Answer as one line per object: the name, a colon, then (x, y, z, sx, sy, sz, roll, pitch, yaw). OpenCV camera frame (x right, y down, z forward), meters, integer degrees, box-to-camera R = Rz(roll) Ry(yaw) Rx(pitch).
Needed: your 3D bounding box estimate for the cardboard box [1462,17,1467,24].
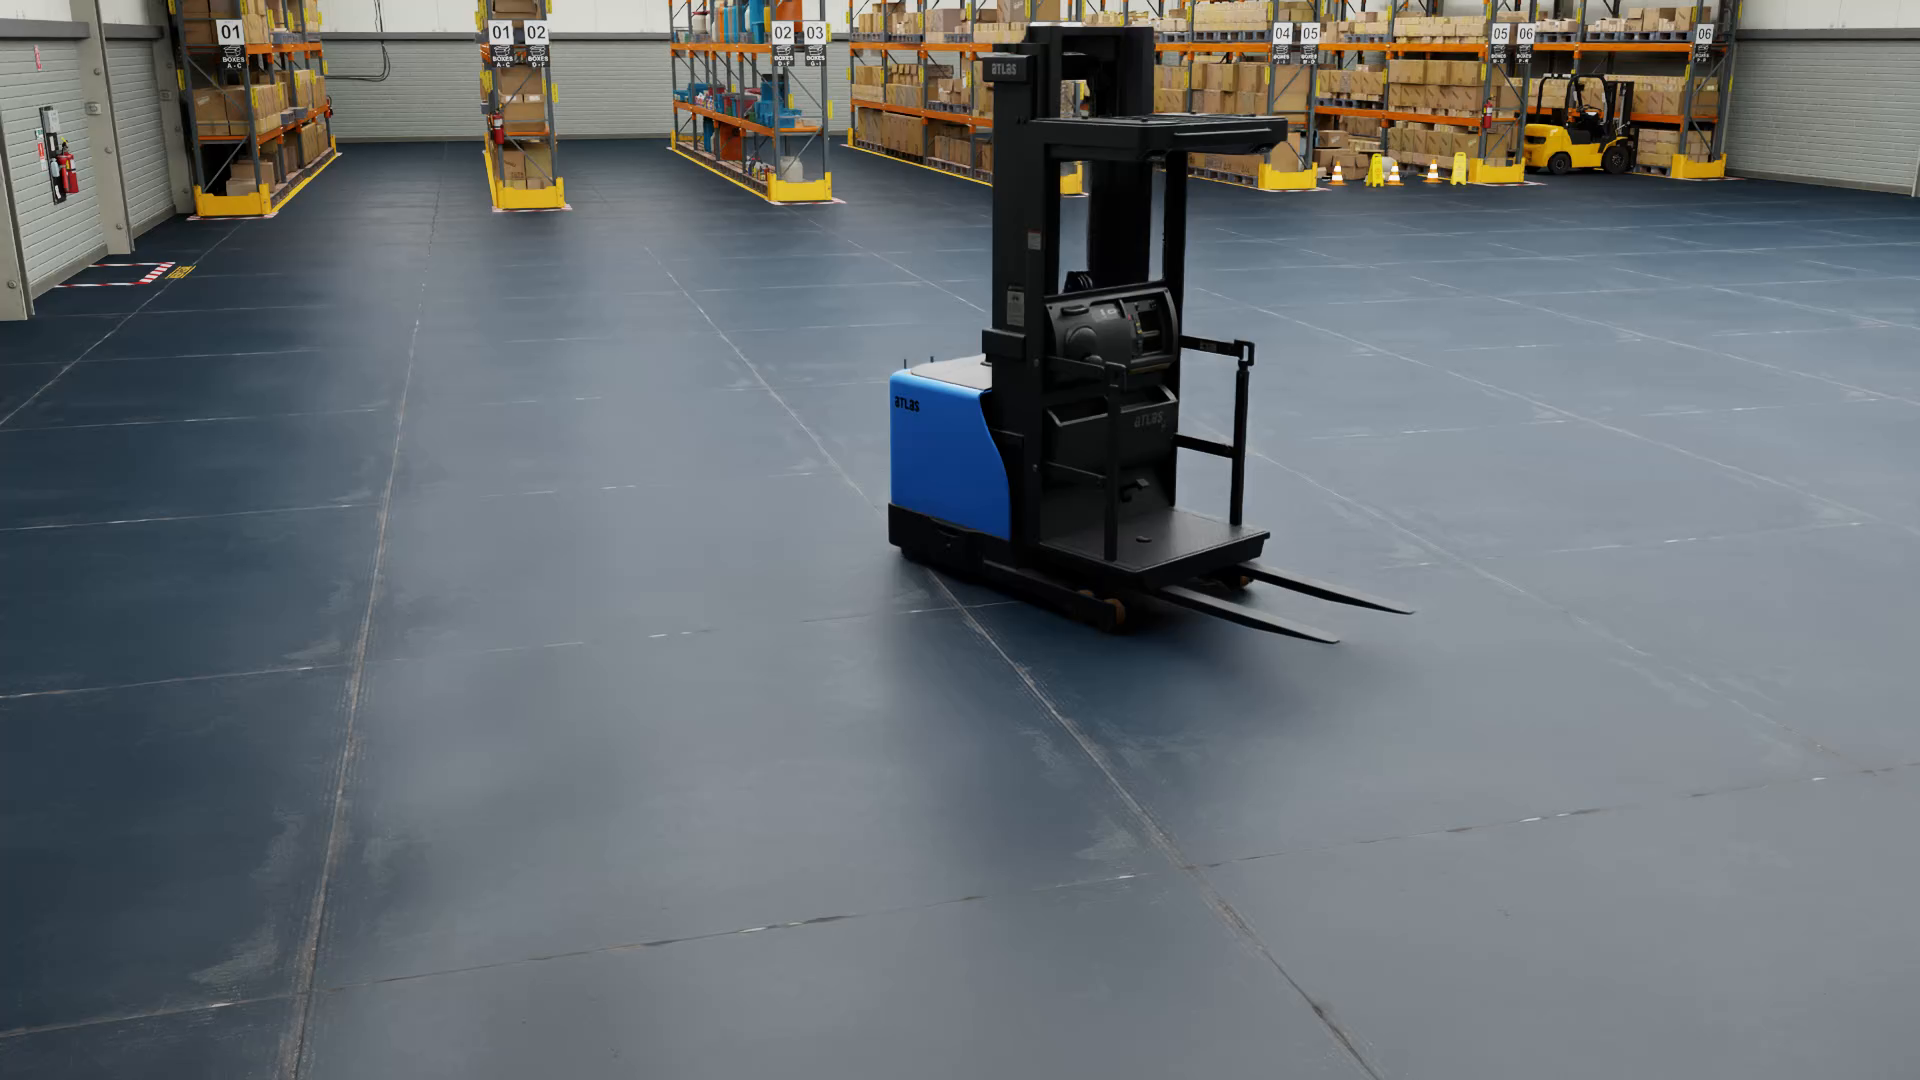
cardboard box: (10.827, -10.972, 35.102, 0.380, 0.149, 0.250, -5, 17, -15)

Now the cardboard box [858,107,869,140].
cardboard box: (-2.327, -11.641, 46.456, 0.875, 0.875, 0.875, -5, 17, -15)

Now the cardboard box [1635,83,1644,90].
cardboard box: (15.377, -10.165, 37.276, 0.380, 0.149, 0.250, -5, 17, -15)

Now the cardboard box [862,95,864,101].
cardboard box: (-2.444, -12.028, 45.218, 0.380, 0.149, 0.250, -5, 17, -16)

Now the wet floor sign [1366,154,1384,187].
wet floor sign: (8.526, -7.588, 34.091, 0.267, 0.644, 0.232, -8, 18, -25)

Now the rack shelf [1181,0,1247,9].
rack shelf: (7.498, -15.196, 46.844, 1.077, 0.370, 4.000, -5, 17, -15)

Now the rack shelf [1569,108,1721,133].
rack shelf: (15.568, -9.588, 37.909, 1.077, 0.370, 4.000, -5, 17, -15)

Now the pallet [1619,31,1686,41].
pallet: (15.609, -11.310, 37.328, 1.003, 0.211, 1.213, -5, 17, -15)

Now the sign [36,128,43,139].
sign: (-11.143, -4.919, 20.129, 0.001, 0.109, 0.331, -5, 17, -15)

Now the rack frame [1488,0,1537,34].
rack frame: (11.346, -11.859, 33.791, 1.000, 3.000, 0.127, -5, 17, -15)

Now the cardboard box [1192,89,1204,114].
cardboard box: (5.628, -9.644, 36.583, 0.875, 0.550, 0.550, -5, 17, -15)

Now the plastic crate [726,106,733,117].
plastic crate: (-4.794, -9.275, 35.985, 0.450, 0.188, 0.662, -5, 17, -15)

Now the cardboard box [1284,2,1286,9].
cardboard box: (6.690, -10.772, 33.530, 0.380, 0.149, 0.250, -5, 17, -16)

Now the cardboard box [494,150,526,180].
cardboard box: (-8.142, -6.789, 30.084, 0.500, 0.500, 0.500, -5, 17, -15)

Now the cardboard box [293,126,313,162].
cardboard box: (-14.979, -8.869, 37.270, 0.750, 0.750, 0.750, -5, 17, -16)

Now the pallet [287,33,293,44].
pallet: (-13.925, -9.947, 32.964, 1.213, 0.211, 1.003, -5, 17, -15)

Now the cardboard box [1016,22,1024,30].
cardboard box: (1.302, -9.959, 32.245, 0.380, 0.149, 0.250, -5, 18, -18)

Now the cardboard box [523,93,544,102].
cardboard box: (-7.684, -7.977, 29.994, 0.380, 0.149, 0.250, -5, 17, -17)

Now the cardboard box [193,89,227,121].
cardboard box: (-12.804, -7.438, 28.423, 0.500, 0.500, 0.500, -5, 17, -16)

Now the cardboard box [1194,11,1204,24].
cardboard box: (5.380, -11.272, 35.890, 0.500, 0.250, 0.500, -5, 17, -15)

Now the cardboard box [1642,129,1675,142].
cardboard box: (15.545, -8.986, 36.966, 0.500, 0.250, 0.500, -4, 17, -14)

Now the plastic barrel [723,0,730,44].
plastic barrel: (-4.752, -11.080, 35.537, 0.600, 0.901, 0.708, -5, 17, -15)

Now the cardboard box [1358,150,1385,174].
cardboard box: (9.233, -8.493, 37.352, 0.500, 0.500, 0.500, 7, 18, 23)

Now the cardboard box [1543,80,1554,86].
cardboard box: (14.406, -11.126, 40.475, 0.380, 0.149, 0.250, -5, 18, -17)

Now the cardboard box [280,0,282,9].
cardboard box: (-15.652, -12.148, 37.723, 0.500, 0.250, 0.500, -3, 17, -11)

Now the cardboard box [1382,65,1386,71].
cardboard box: (10.060, -11.245, 39.626, 0.380, 0.149, 0.250, -4, 17, -12)

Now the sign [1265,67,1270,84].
sign: (6.089, -9.196, 32.927, 0.100, 0.325, 0.005, -5, 17, -15)

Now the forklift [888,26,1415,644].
forklift: (0.944, -1.107, 8.544, 1.130, 2.935, 3.031, -15, 22, -40)

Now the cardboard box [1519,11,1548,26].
cardboard box: (14.163, -12.825, 41.141, 0.500, 0.500, 0.500, -4, 17, -14)

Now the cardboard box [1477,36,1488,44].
cardboard box: (10.979, -10.379, 34.513, 0.380, 0.149, 0.250, -5, 17, -15)

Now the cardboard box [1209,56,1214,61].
cardboard box: (7.285, -13.628, 47.068, 0.380, 0.149, 0.250, -5, 17, -15)

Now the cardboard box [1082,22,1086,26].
cardboard box: (3.356, -13.221, 42.963, 0.500, 0.311, 0.500, -5, 17, -16)

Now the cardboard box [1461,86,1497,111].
cardboard box: (10.932, -9.305, 35.024, 0.500, 0.500, 0.500, -5, 17, -16)

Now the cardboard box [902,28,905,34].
cardboard box: (-1.215, -12.616, 41.229, 0.380, 0.149, 0.250, -5, 18, -18)

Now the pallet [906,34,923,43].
pallet: (-0.609, -11.936, 39.587, 1.213, 0.211, 1.003, -4, 17, -13)

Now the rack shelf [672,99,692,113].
rack shelf: (-6.792, -11.339, 43.737, 1.077, 0.370, 4.000, -5, 17, -15)

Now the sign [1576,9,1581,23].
sign: (14.499, -12.275, 38.944, 0.100, 0.325, 0.005, -5, 17, -15)

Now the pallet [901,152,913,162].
pallet: (-0.857, -9.641, 41.681, 1.003, 0.211, 1.213, -5, 17, -15)

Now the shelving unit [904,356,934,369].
shelving unit: (-0.186, -0.558, 9.985, 0.215, 1.050, 0.252, -10, 19, -29)

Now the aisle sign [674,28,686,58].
aisle sign: (-7.647, -13.478, 45.089, 0.394, 0.787, 0.004, -5, 17, -15)

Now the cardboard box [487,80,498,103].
cardboard box: (-10.188, -10.048, 37.284, 0.700, 0.500, 0.500, -12, 20, -34)

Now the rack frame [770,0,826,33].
rack frame: (-2.945, -10.684, 29.879, 1.000, 3.000, 0.127, -5, 17, -15)

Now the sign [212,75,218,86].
sign: (-14.102, -8.644, 31.502, 0.100, 0.325, 0.005, -5, 17, -15)

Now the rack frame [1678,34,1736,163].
rack frame: (16.117, -9.380, 35.964, 1.000, 3.000, 0.127, -5, 17, -15)

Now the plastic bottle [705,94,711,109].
plastic bottle: (-5.982, -10.442, 39.586, 0.144, 0.351, 0.185, -5, 17, -15)

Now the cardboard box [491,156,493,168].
cardboard box: (-9.906, -8.211, 36.121, 0.500, 0.250, 0.500, -5, 17, -17)

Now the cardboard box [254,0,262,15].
cardboard box: (-12.857, -9.696, 29.855, 0.500, 0.500, 0.500, -5, 18, -17)

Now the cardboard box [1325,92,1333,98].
cardboard box: (9.190, -10.937, 40.856, 0.380, 0.149, 0.250, -5, 17, -15)

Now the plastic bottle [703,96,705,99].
plastic bottle: (-6.158, -10.556, 40.104, 0.097, 0.271, 0.097, 0, 17, 0)

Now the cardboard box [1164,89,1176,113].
cardboard box: (4.976, -9.984, 37.802, 0.500, 0.500, 0.500, -5, 17, -16)

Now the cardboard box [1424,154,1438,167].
cardboard box: (10.581, -8.361, 36.622, 0.500, 0.250, 0.500, -5, 18, -17)

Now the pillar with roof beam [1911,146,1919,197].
pillar with roof beam: (14.302, -10.517, 29.321, 9.100, 9.000, 0.400, -5, 17, -15)

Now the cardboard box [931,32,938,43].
cardboard box: (-0.356, -11.488, 38.030, 0.500, 0.250, 0.500, -4, 17, -14)

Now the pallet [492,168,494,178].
pallet: (-9.718, -8.067, 36.441, 1.003, 0.211, 1.213, -5, 17, -15)
